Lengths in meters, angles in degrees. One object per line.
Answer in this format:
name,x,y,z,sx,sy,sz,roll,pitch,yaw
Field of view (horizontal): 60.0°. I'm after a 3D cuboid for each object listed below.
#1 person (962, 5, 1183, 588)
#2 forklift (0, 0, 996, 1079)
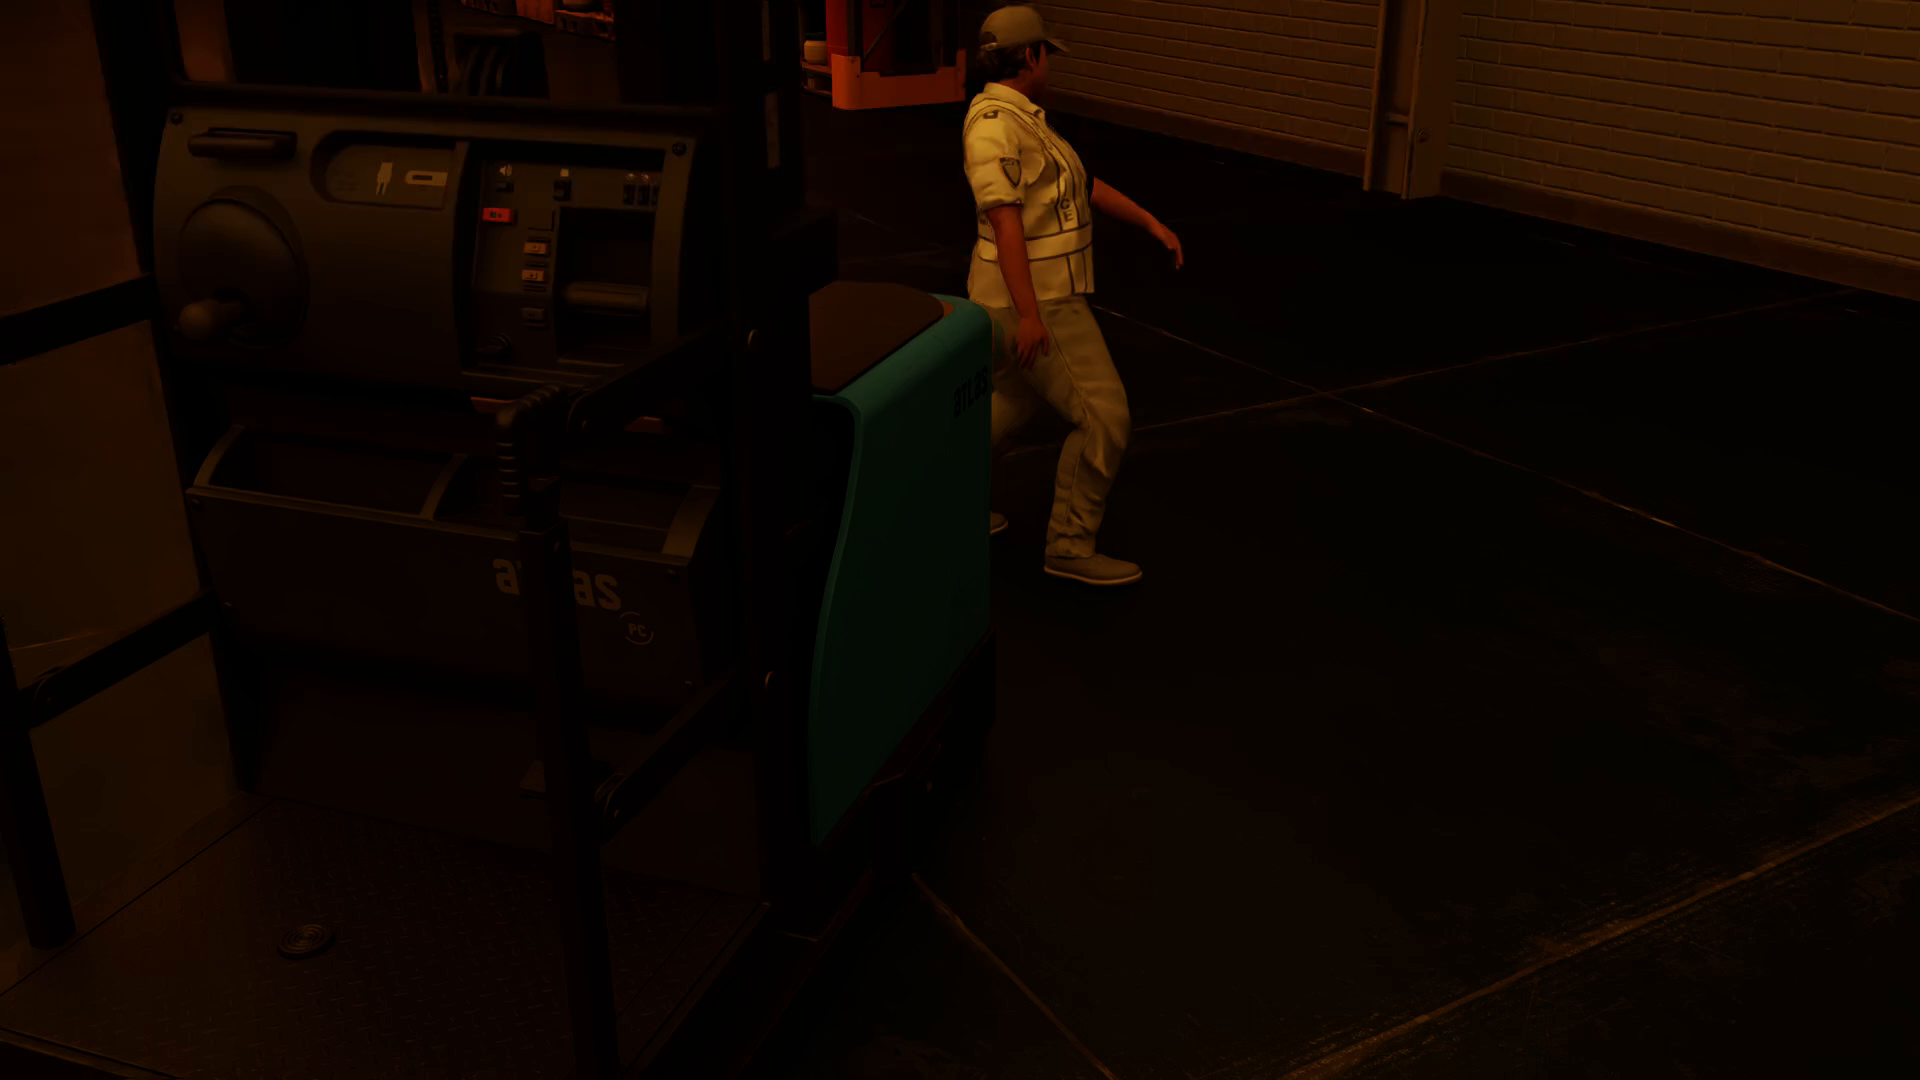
person,0.254,-0.686,4.736,0.769,1.578,0.651,0,22,-1
forklift,-0.886,-0.421,2.300,1.130,2.935,3.031,8,24,18
